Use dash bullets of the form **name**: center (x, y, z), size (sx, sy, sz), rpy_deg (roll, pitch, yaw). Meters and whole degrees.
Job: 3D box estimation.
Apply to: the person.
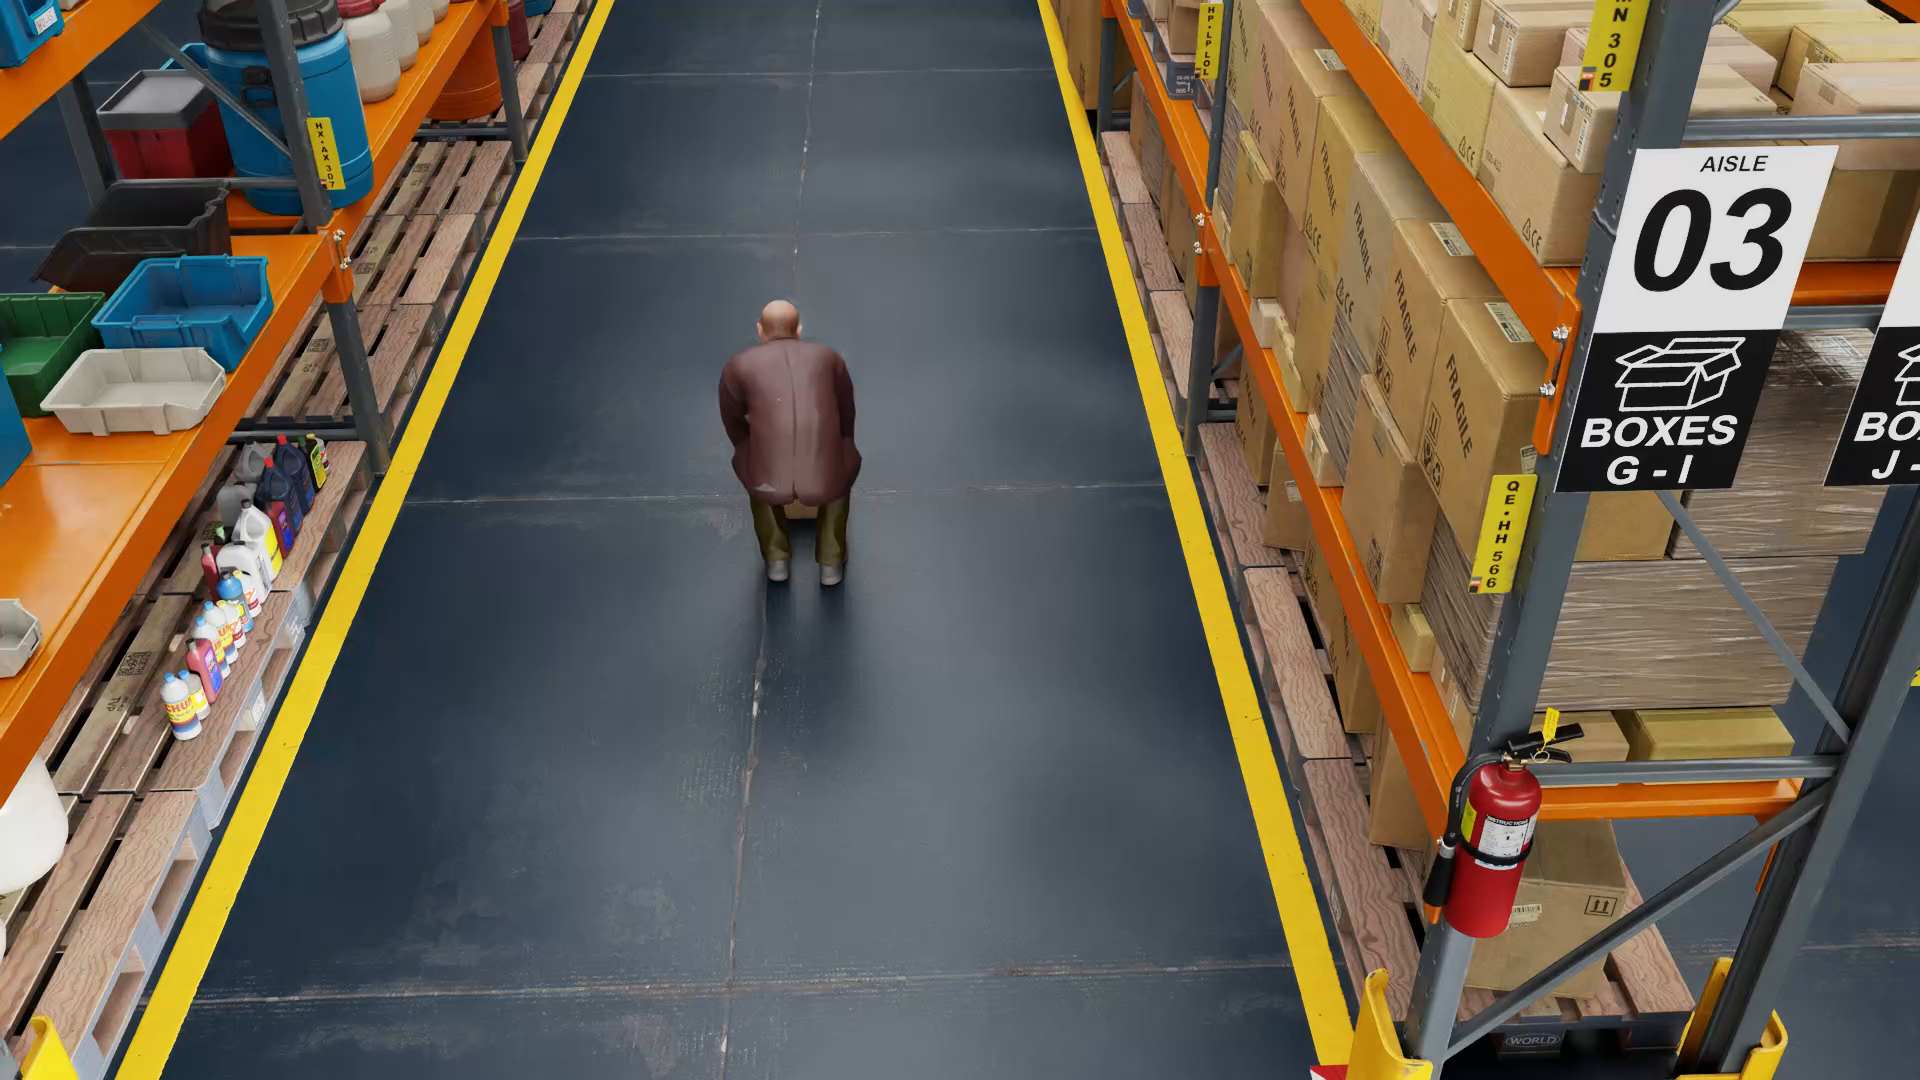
- **person**: center (-0.741, -0.395, 7.310), size (0.620, 1.114, 0.852), rpy_deg (-2, 35, -2)
